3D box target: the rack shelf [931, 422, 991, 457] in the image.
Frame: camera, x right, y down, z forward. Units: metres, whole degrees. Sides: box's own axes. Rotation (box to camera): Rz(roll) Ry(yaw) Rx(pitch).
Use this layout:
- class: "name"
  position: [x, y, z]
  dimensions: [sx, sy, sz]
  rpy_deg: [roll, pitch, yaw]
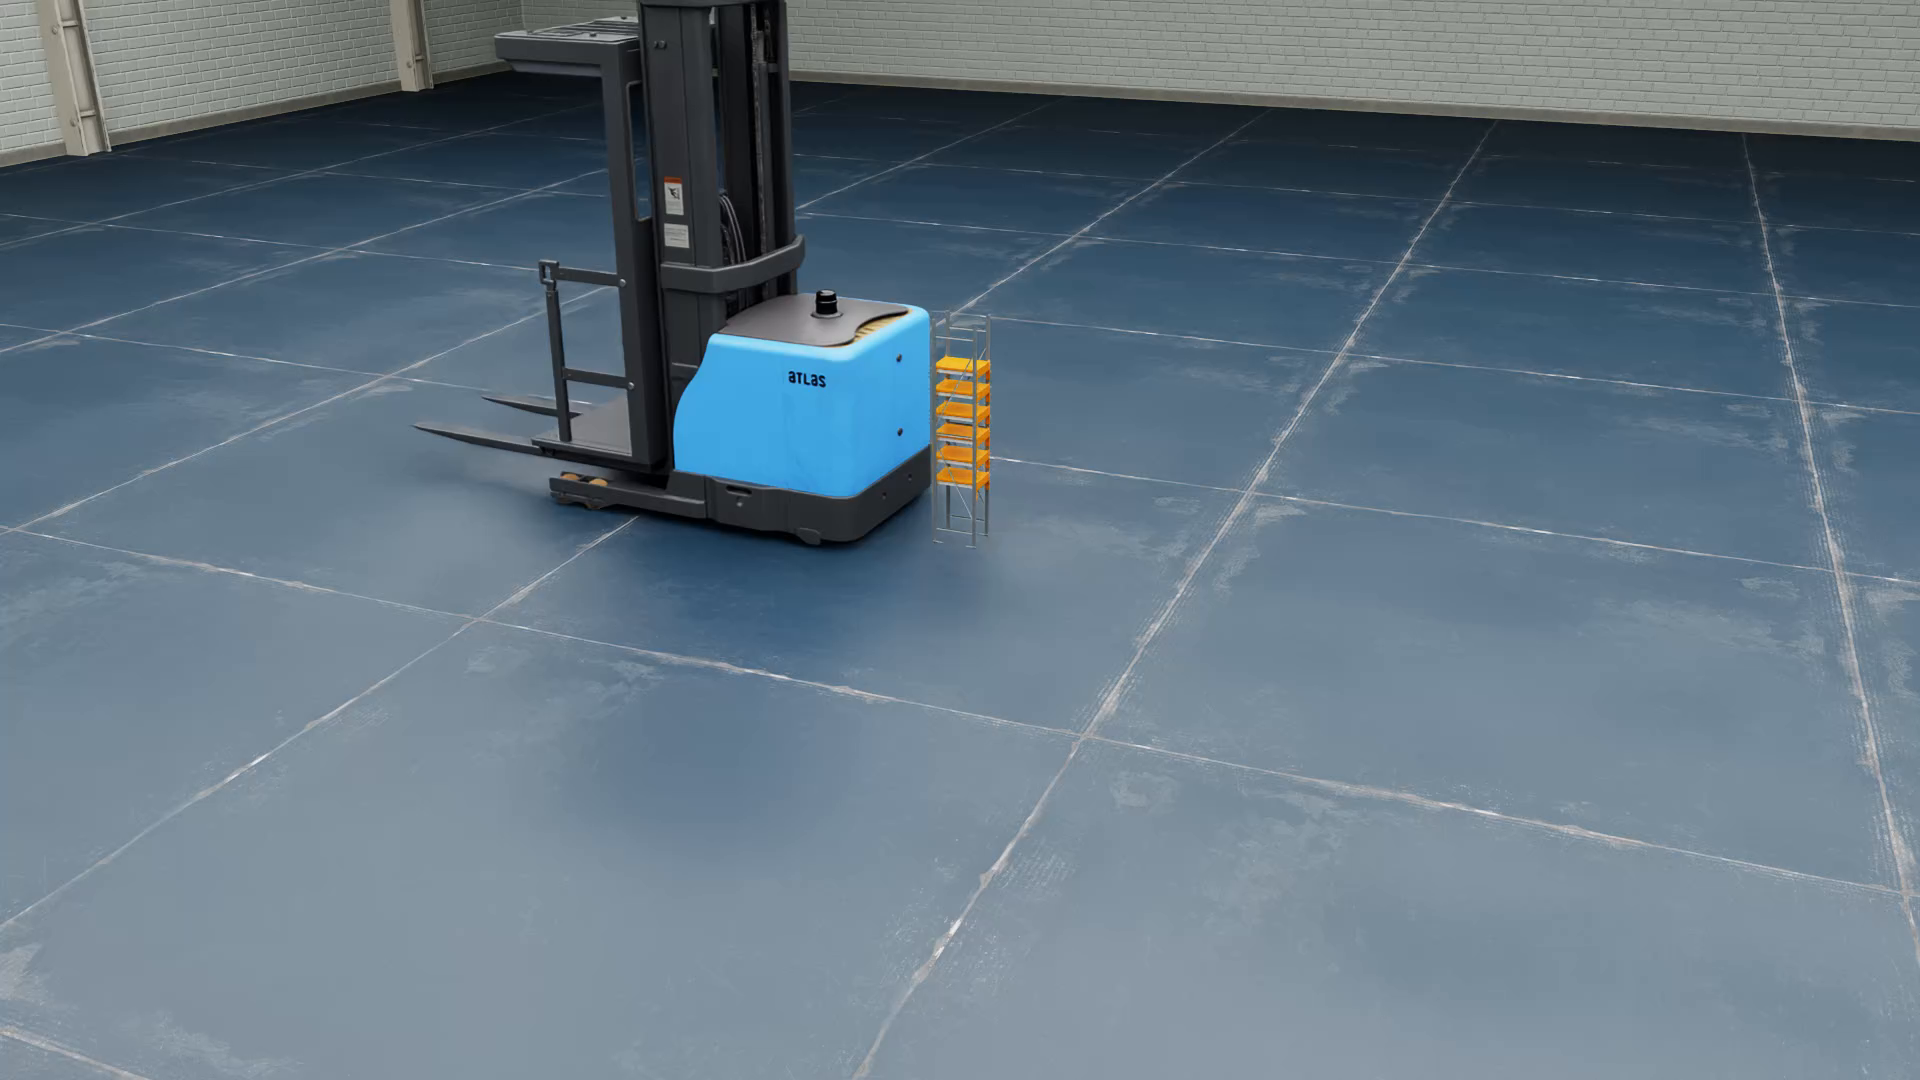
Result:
- class: "rack shelf"
  position: [0.005, -0.518, 8.548]
  dimensions: [0.258, 0.103, 0.180]
  rpy_deg: [9, 24, 20]

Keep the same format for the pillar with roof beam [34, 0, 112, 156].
- class: "pillar with roof beam"
  position: [-6.369, -8.146, 16.576]
  dimensions: [9.100, 9.000, 0.400]
  rpy_deg: [9, 24, 20]

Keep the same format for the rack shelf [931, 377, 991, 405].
- class: "rack shelf"
  position: [0.005, -0.739, 8.456]
  dimensions: [0.258, 0.103, 0.180]
  rpy_deg: [9, 24, 20]

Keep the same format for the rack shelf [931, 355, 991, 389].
- class: "rack shelf"
  position: [0.005, -0.850, 8.410]
  dimensions: [0.258, 0.103, 0.180]
  rpy_deg: [9, 24, 20]

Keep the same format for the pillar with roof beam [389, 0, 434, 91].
- class: "pillar with roof beam"
  position: [-4.141, -10.293, 21.716]
  dimensions: [9.100, 9.000, 0.400]
  rpy_deg: [9, 24, 20]

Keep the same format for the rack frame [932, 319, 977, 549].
- class: "rack frame"
  position: [-0.029, -0.526, 8.453]
  dimensions: [0.240, 1.200, 0.006]
  rpy_deg: [9, 24, 20]

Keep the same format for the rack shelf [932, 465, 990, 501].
- class: "rack shelf"
  position: [0.005, -0.296, 8.641]
  dimensions: [0.258, 0.103, 0.180]
  rpy_deg: [9, 24, 20]

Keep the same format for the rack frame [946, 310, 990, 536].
- class: "rack frame"
  position: [0.039, -0.592, 8.610]
  dimensions: [0.240, 1.200, 0.006]
  rpy_deg: [9, 24, 20]

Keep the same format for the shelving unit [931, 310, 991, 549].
- class: "shelving unit"
  position: [0.005, -0.559, 8.531]
  dimensions: [0.258, 1.200, 0.189]
  rpy_deg: [9, 24, 20]

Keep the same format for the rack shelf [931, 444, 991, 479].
- class: "rack shelf"
  position: [0.005, -0.407, 8.595]
  dimensions: [0.258, 0.103, 0.180]
  rpy_deg: [9, 24, 20]

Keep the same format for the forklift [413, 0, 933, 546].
- class: "forklift"
  position: [-1.709, -1.692, 8.997]
  dimensions: [3.031, 2.935, 1.130]
  rpy_deg: [10, 25, 23]

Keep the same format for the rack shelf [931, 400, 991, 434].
- class: "rack shelf"
  position: [0.005, -0.629, 8.502]
  dimensions: [0.258, 0.103, 0.180]
  rpy_deg: [9, 24, 20]
